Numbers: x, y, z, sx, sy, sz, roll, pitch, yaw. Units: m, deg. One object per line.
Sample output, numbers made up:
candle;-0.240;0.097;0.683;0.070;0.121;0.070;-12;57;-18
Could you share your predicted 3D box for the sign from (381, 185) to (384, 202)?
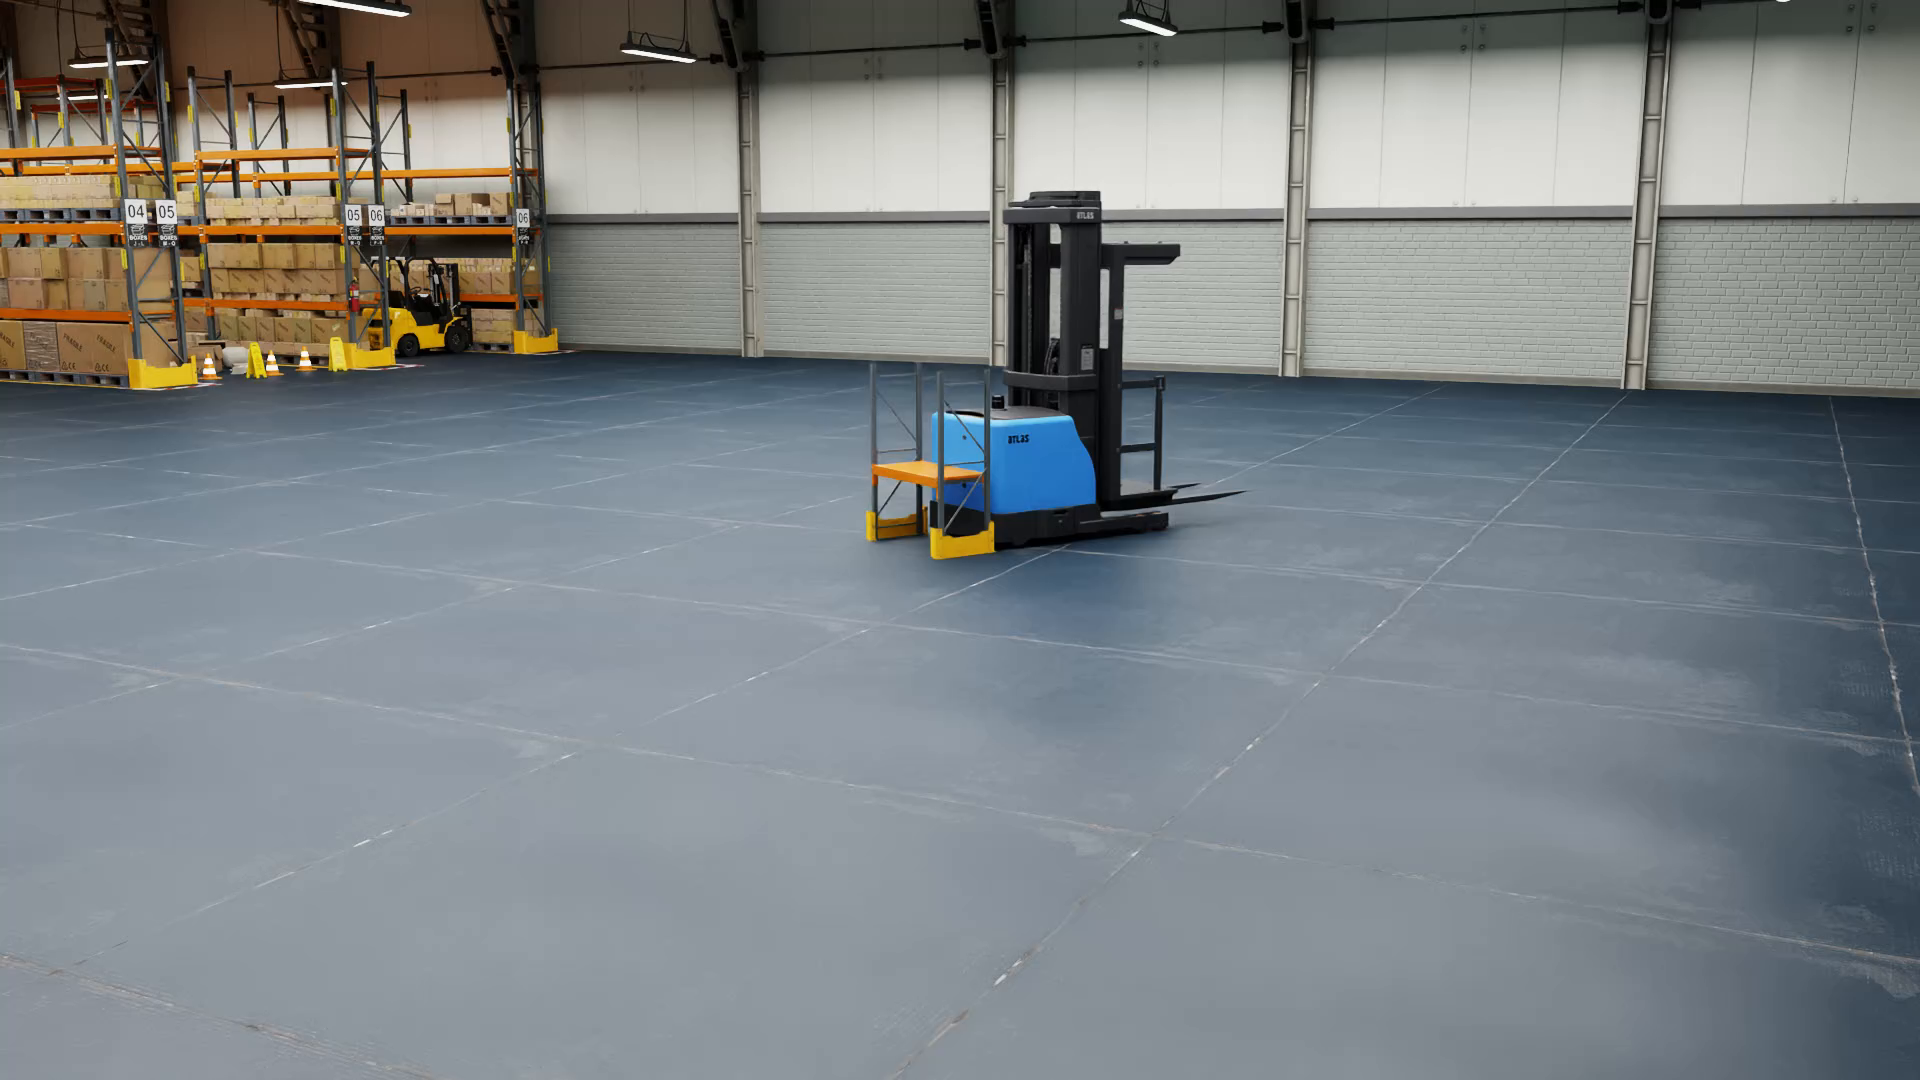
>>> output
sign;-11.650;-6.977;33.480;0.005;0.325;0.100;5;11;26

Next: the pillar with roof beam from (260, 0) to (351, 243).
pillar with roof beam;-17.208;-8.713;37.105;0.548;9.000;9.100;5;11;26

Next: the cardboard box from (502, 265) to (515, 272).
cardboard box;-10.131;-6.128;37.565;0.250;0.149;0.380;5;11;27

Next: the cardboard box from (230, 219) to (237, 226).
cardboard box;-14.824;-6.556;34.317;0.250;0.149;0.380;5;11;26

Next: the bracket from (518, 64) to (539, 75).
bracket;-9.707;-10.610;37.477;0.430;0.232;0.235;5;11;26

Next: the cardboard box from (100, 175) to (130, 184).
cardboard box;-14.441;-6.158;28.419;0.250;0.149;0.380;5;11;26

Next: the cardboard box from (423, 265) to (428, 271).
cardboard box;-12.212;-6.305;38.543;0.250;0.149;0.380;5;11;25

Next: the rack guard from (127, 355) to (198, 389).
rack guard;-13.968;-2.954;29.146;0.348;0.500;1.175;5;11;26

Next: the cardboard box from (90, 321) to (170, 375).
cardboard box;-14.626;-3.389;29.323;0.875;0.875;0.875;5;11;26

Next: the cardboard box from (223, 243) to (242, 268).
cardboard box;-14.730;-5.874;34.338;0.500;0.500;0.700;5;11;26

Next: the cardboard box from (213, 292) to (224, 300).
cardboard box;-15.336;-5.100;34.690;0.250;0.149;0.380;5;11;26

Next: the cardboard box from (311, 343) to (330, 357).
cardboard box;-12.755;-3.860;33.678;0.500;0.250;0.500;5;11;26

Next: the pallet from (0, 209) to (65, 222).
pallet;-16.847;-5.867;30.051;1.213;0.211;1.003;5;11;26

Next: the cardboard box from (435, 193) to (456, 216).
cardboard box;-11.583;-7.705;38.205;0.637;0.503;0.797;5;12;28

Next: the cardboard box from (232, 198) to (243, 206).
cardboard box;-14.636;-6.904;33.998;0.250;0.149;0.380;5;11;25

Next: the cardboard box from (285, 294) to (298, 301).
cardboard box;-13.497;-4.945;33.837;0.250;0.149;0.380;5;11;25

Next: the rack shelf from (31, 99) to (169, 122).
rack shelf;-22.252;-11.114;43.057;4.000;0.370;1.077;5;11;26

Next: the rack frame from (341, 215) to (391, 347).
rack frame;-11.889;-4.984;33.346;0.127;3.000;1.000;5;11;26

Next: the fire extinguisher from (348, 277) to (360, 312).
fire extinguisher;-11.991;-4.863;32.896;0.183;0.674;0.296;5;11;26

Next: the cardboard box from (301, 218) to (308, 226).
cardboard box;-12.992;-6.391;33.404;0.250;0.149;0.380;5;11;26

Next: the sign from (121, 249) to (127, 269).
sign;-14.242;-4.786;28.337;0.005;0.325;0.100;5;11;26

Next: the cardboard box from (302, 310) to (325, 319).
cardboard box;-13.082;-4.566;33.648;0.250;0.149;0.380;5;12;27

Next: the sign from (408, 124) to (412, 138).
sign;-13.016;-9.669;39.317;0.005;0.325;0.100;5;11;26

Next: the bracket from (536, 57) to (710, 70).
bracket;-7.381;-10.405;36.348;4.783;0.066;0.076;5;11;26

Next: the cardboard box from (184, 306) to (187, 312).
cardboard box;-19.736;-5.920;42.535;0.250;0.149;0.380;4;11;23

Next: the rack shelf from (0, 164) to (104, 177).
rack shelf;-20.857;-8.173;37.265;4.000;0.370;1.077;5;11;26

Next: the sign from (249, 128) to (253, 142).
sign;-17.102;-9.771;40.103;0.005;0.325;0.100;5;11;26

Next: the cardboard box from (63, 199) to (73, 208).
cardboard box;-15.350;-5.846;28.932;0.250;0.149;0.380;5;11;25

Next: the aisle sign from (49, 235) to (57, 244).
aisle sign;-24.236;-8.276;44.233;0.004;0.787;0.394;5;11;26

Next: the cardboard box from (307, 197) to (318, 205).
cardboard box;-12.775;-6.752;33.158;0.250;0.149;0.380;5;11;25

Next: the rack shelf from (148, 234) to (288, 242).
rack shelf;-18.664;-7.687;41.879;4.000;0.370;1.077;5;11;26

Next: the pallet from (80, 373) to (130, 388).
pallet;-14.741;-2.864;29.461;1.213;0.211;1.003;5;11;26

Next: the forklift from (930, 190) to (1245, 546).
forklift;1.235;-1.572;14.685;3.031;2.935;1.130;-7;13;-35

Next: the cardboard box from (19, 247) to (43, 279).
cardboard box;-16.292;-4.982;29.882;0.550;0.550;0.875;5;11;26

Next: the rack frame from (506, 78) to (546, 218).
rack frame;-9.697;-8.729;37.193;0.127;3.000;1.000;5;11;26

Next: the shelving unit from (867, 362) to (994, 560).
shelving unit;-0.258;-0.688;13.816;0.587;1.500;1.083;-7;12;-34

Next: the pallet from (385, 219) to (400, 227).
pallet;-14.080;-7.542;39.592;1.217;0.209;0.805;5;11;24

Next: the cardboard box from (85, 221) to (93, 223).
cardboard box;-18.856;-6.915;36.297;0.250;0.149;0.380;5;11;26

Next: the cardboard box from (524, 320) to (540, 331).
cardboard box;-10.026;-4.947;38.279;0.500;0.250;0.500;5;12;27

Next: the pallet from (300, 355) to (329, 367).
pallet;-12.671;-3.688;34.012;1.213;0.211;1.003;5;11;26

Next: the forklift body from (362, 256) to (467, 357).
forklift body;-12.204;-5.217;37.019;1.214;2.155;2.313;5;11;26

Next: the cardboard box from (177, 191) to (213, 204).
cardboard box;-16.053;-7.179;34.892;0.500;0.250;0.500;5;12;27

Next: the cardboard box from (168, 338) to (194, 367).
cardboard box;-15.427;-3.629;32.487;0.503;0.637;0.797;5;11;26

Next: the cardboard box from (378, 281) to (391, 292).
cardboard box;-13.851;-6.016;39.471;0.500;0.250;0.500;5;12;27

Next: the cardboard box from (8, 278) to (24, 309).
cardboard box;-16.737;-4.508;30.292;0.550;0.550;0.875;5;11;26

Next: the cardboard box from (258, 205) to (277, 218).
cardboard box;-13.839;-6.649;33.710;0.500;0.250;0.500;5;11;26

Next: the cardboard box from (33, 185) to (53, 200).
cardboard box;-15.902;-6.103;29.232;0.500;0.250;0.500;5;11;26

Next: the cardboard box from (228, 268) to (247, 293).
cardboard box;-14.745;-5.380;34.417;0.500;0.500;0.500;5;11;26

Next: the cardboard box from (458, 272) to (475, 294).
cardboard box;-11.175;-5.906;38.158;0.500;0.500;0.500;5;11;25

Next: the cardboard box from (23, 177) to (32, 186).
cardboard box;-16.258;-6.318;29.302;0.250;0.149;0.380;5;11;26

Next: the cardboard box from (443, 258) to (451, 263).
cardboard box;-11.707;-6.429;38.392;0.250;0.149;0.380;5;11;26

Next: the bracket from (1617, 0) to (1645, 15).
bracket;11.071;-8.784;27.389;0.430;0.232;0.235;5;11;26
